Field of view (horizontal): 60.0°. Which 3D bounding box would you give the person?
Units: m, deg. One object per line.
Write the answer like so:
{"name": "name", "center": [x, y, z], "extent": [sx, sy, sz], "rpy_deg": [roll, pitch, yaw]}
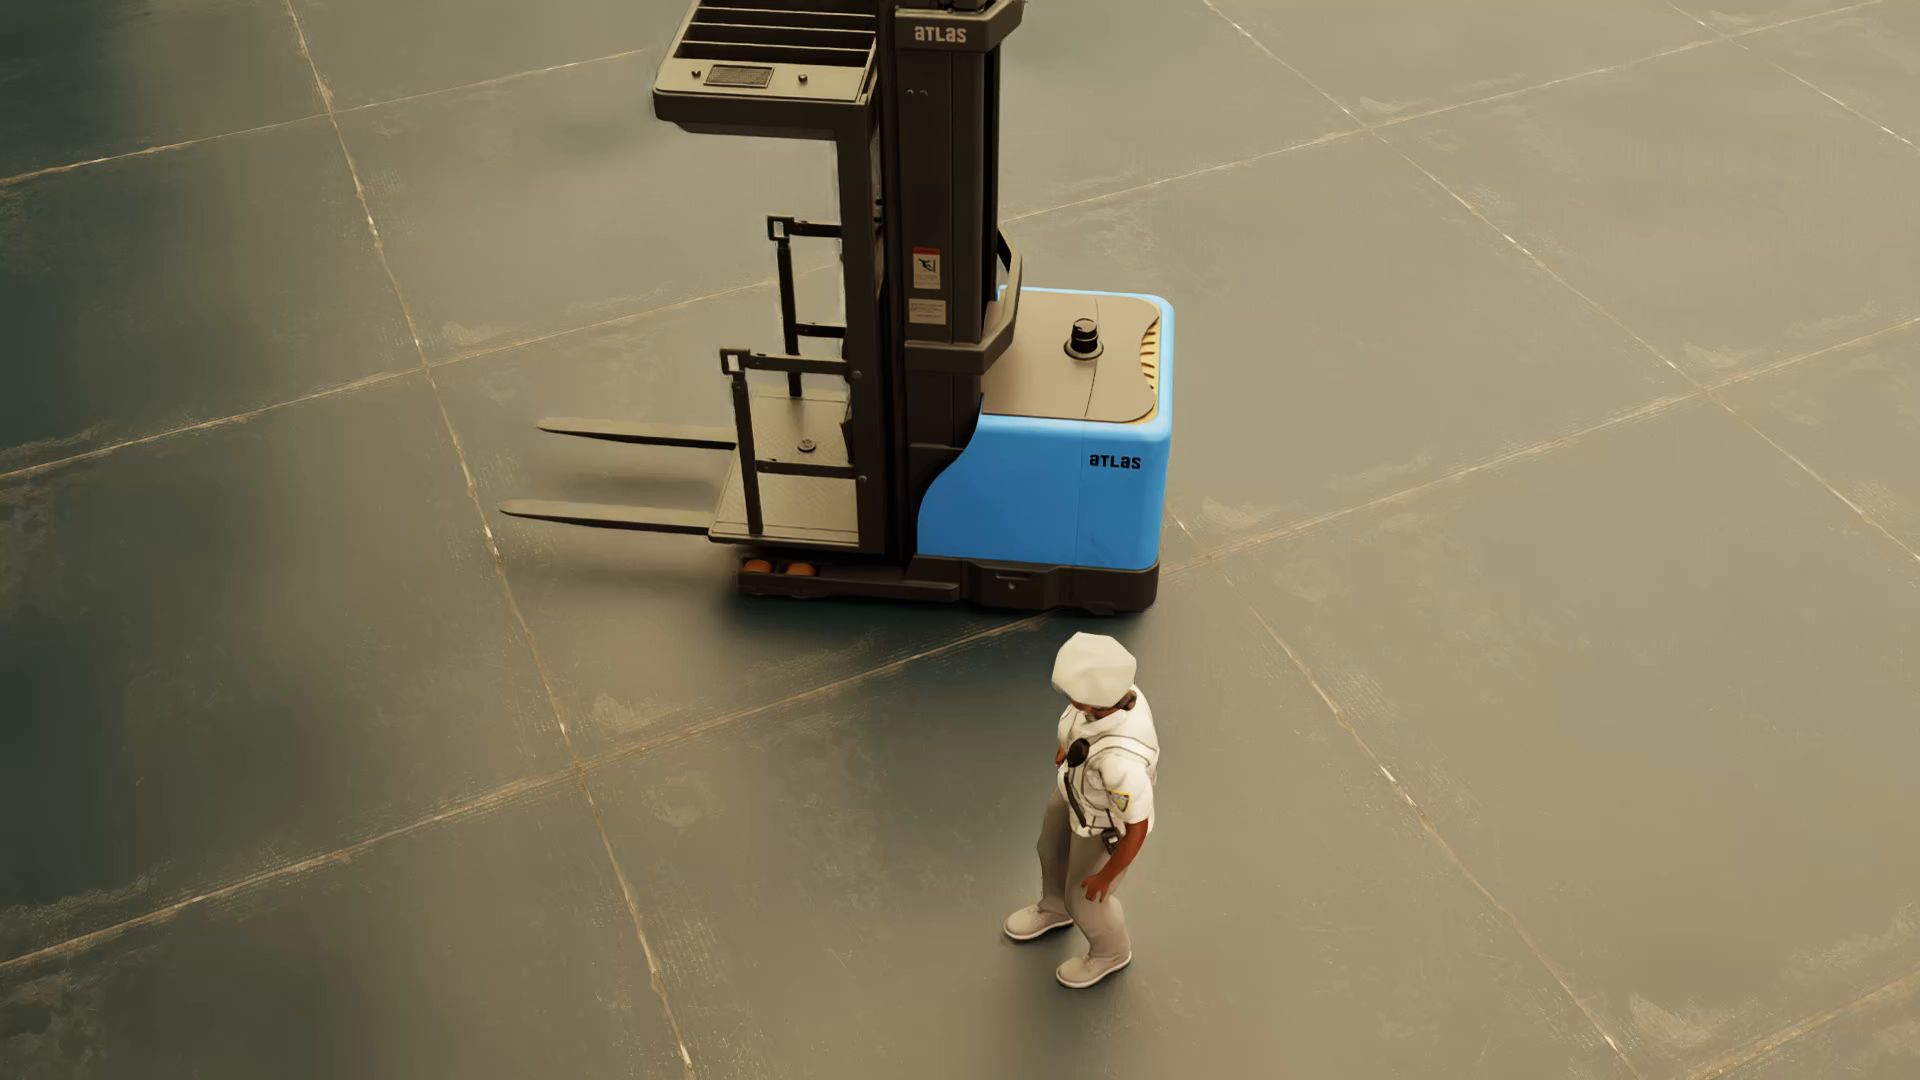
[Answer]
{"name": "person", "center": [0.416, 0.927, 5.626], "extent": [0.457, 1.654, 0.627], "rpy_deg": [-8, 44, -9]}

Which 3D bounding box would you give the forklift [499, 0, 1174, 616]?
{"name": "forklift", "center": [-0.584, -1.161, 6.924], "extent": [3.031, 2.935, 1.130], "rpy_deg": [4, 43, 4]}
